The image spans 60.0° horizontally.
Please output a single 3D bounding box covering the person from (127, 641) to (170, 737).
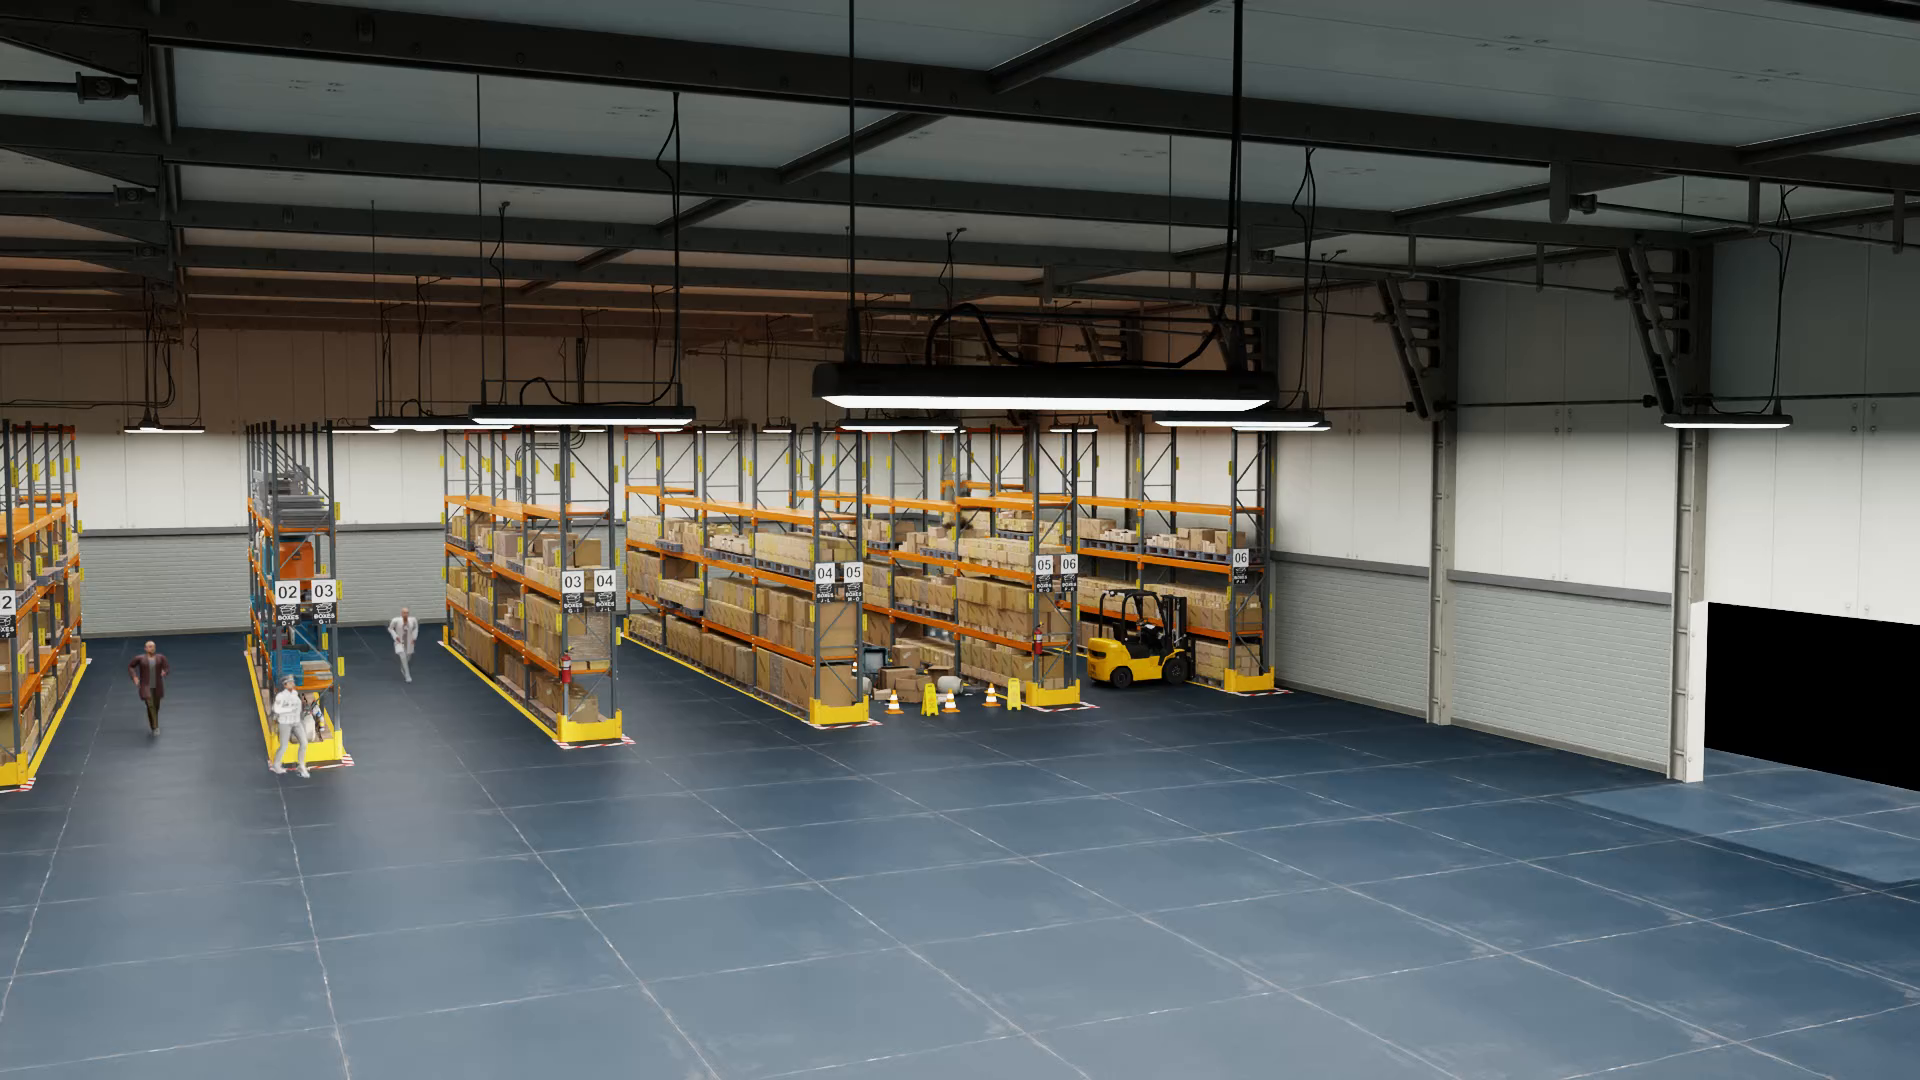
[{"bbox_3d":[-15.568,2.835,31.963,0.718,1.790,1.047,-3,5,-42],"label":"person"}]

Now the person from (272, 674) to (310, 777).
[{"bbox_3d":[-11.279,3.132,27.955,0.665,1.766,0.609,2,4,28],"label":"person"}]

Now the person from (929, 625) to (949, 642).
[{"bbox_3d":[-0.586,2.023,44.734,0.647,1.840,0.886,-2,4,-30],"label":"person"}]

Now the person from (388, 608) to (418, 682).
[{"bbox_3d":[-13.068,2.438,39.041,0.687,1.726,0.907,-2,4,-25],"label":"person"}]
